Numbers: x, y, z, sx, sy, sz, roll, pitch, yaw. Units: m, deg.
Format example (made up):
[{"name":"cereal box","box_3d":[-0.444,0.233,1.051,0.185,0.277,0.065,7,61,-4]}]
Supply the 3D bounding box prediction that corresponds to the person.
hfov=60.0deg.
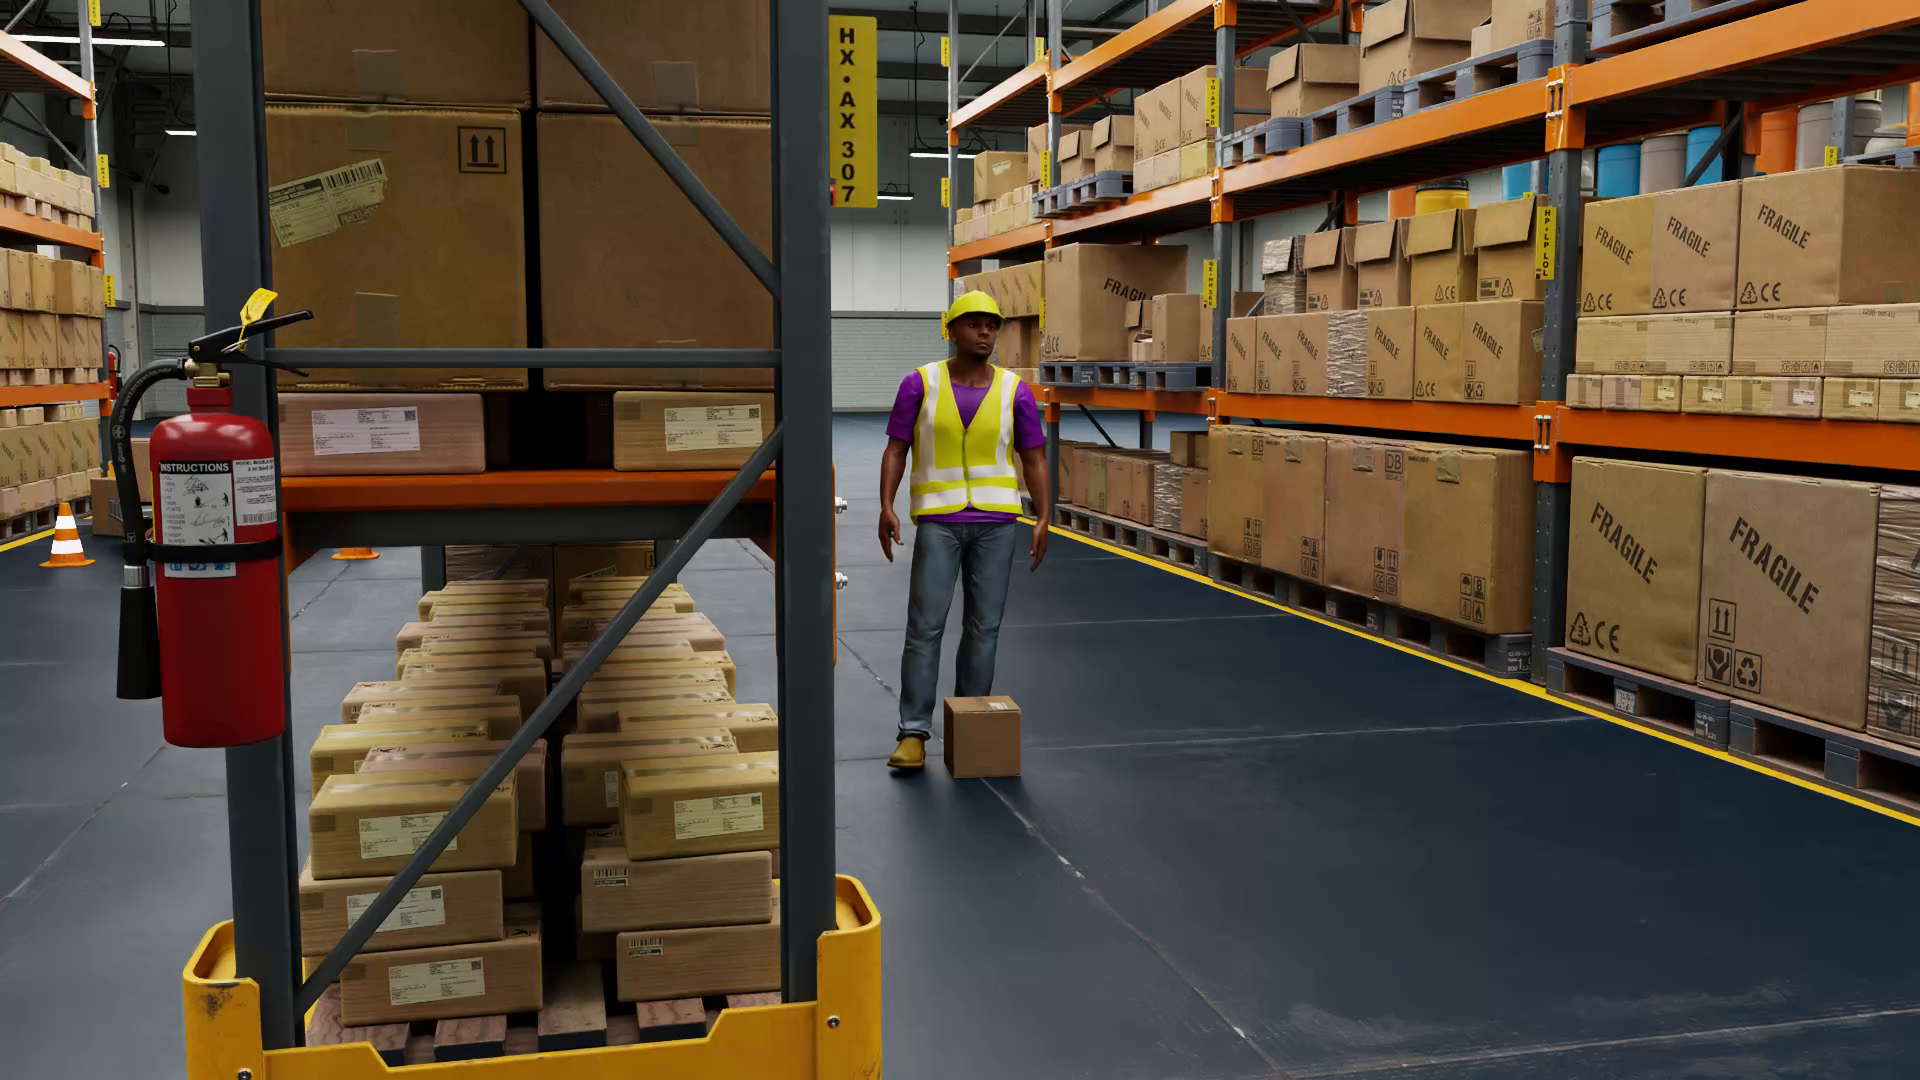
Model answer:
[{"name":"person","box_3d":[0.027,-0.054,6.269,0.665,1.769,0.574,-1,6,-7]}]
